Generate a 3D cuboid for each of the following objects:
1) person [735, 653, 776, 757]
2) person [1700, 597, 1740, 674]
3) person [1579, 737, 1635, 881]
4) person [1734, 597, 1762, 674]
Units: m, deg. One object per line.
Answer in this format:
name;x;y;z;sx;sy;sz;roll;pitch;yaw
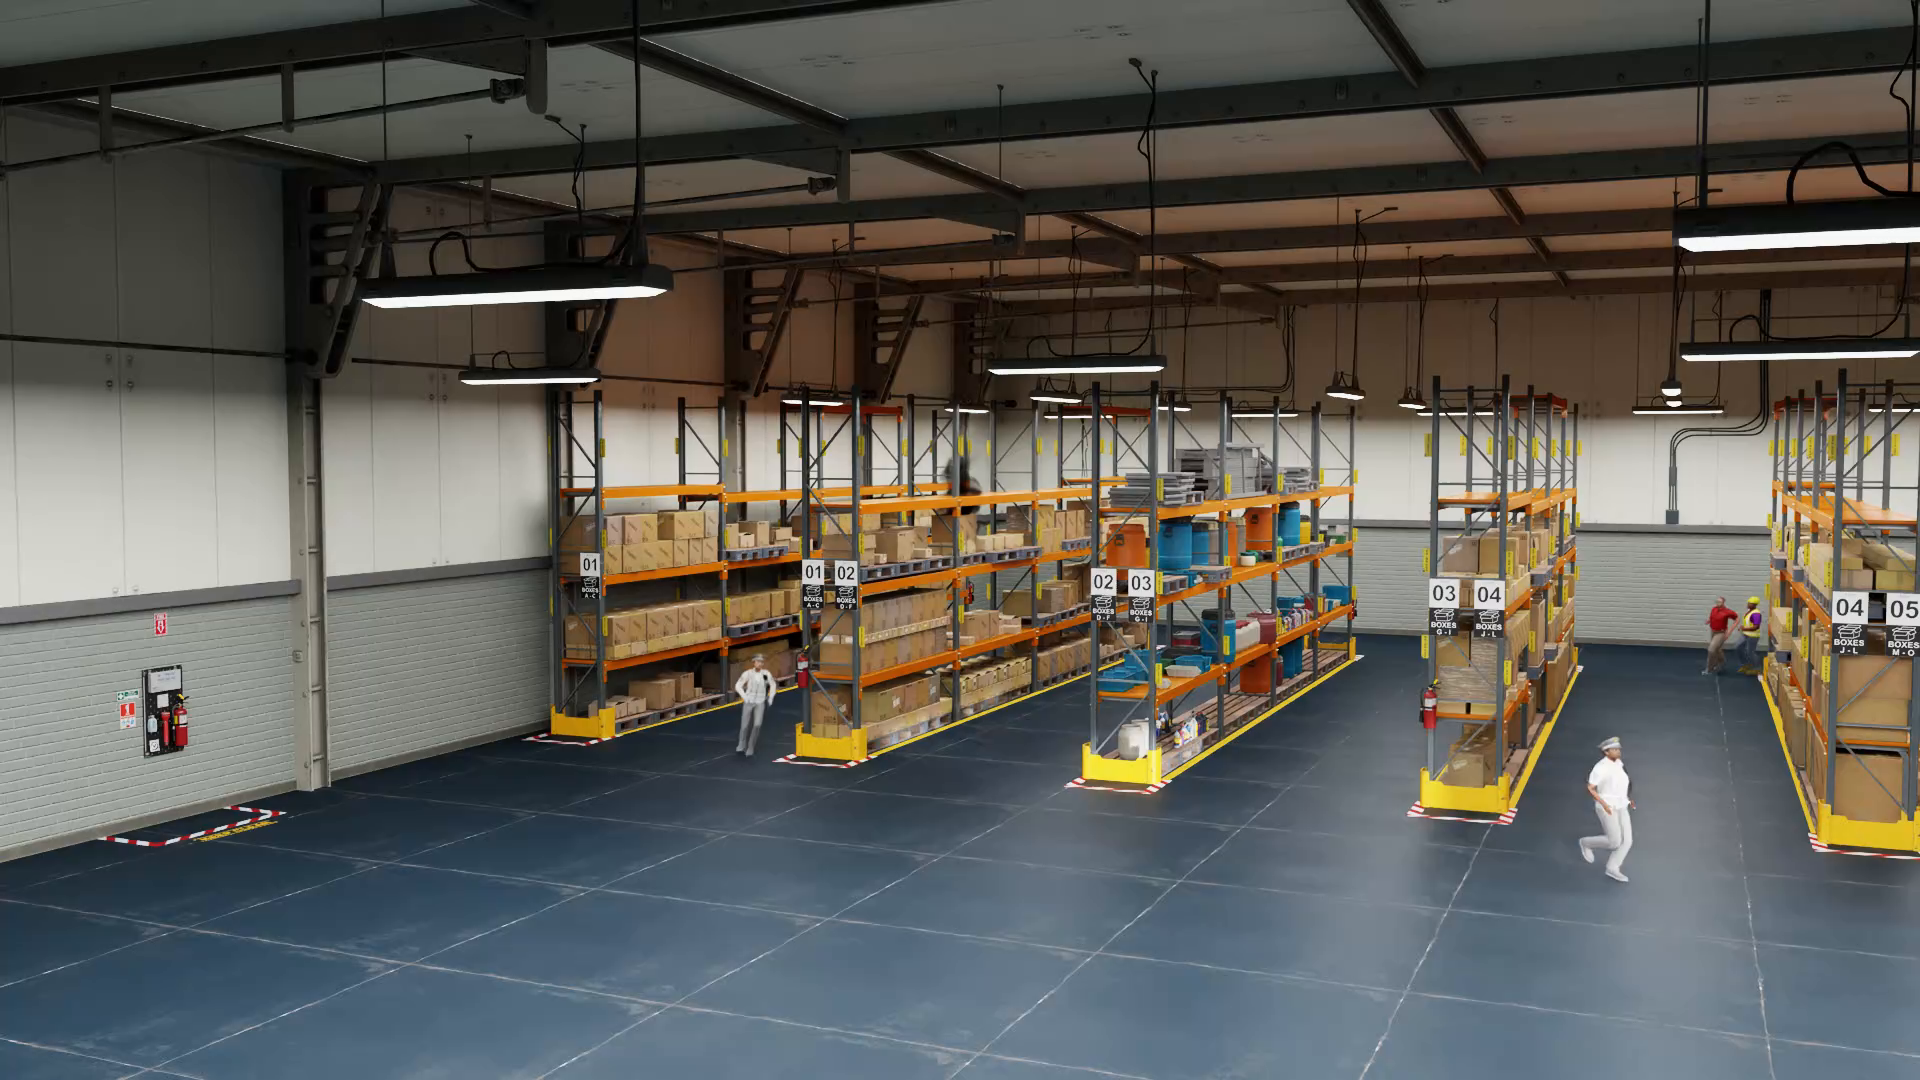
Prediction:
person;-3.332;2.681;27.144;0.676;1.685;0.644;0;3;-9
person;16.820;2.131;36.793;0.764;1.769;0.733;-1;3;-11
person;7.574;3.113;19.435;0.583;1.664;0.593;-2;4;-31
person;17.423;2.116;36.645;0.640;1.761;0.694;0;3;-2
